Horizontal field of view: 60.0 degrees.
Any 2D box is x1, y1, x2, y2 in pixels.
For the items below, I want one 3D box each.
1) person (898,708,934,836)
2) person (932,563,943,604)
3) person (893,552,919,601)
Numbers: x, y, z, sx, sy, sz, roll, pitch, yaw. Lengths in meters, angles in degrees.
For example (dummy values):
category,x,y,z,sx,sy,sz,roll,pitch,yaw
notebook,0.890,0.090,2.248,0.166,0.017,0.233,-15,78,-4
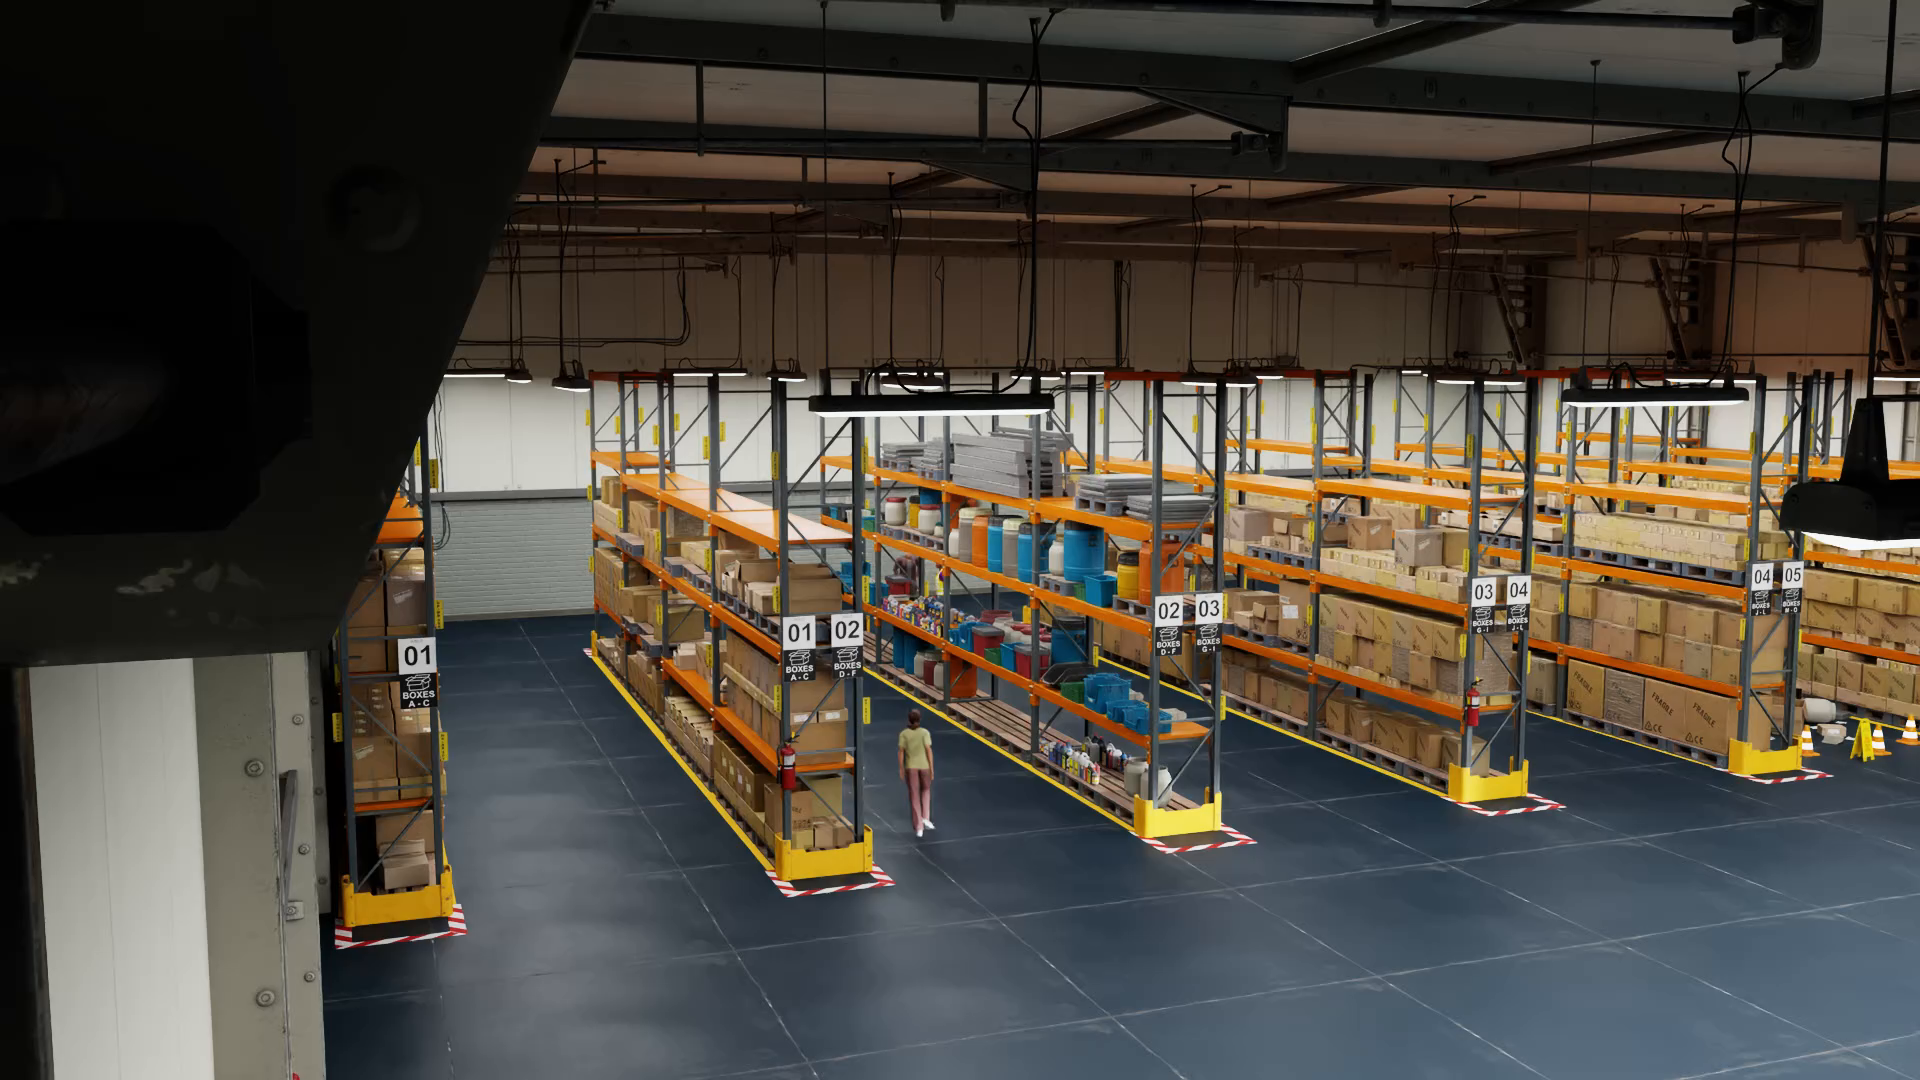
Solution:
category,x,y,z,sx,sy,sz,roll,pitch,yaw
person,-0.580,3.048,21.962,0.479,1.656,0.515,-1,6,-7
person,-0.411,1.268,37.677,0.593,1.802,0.611,0,6,0
person,-1.274,0.991,40.456,0.745,1.684,0.657,-1,7,-13
